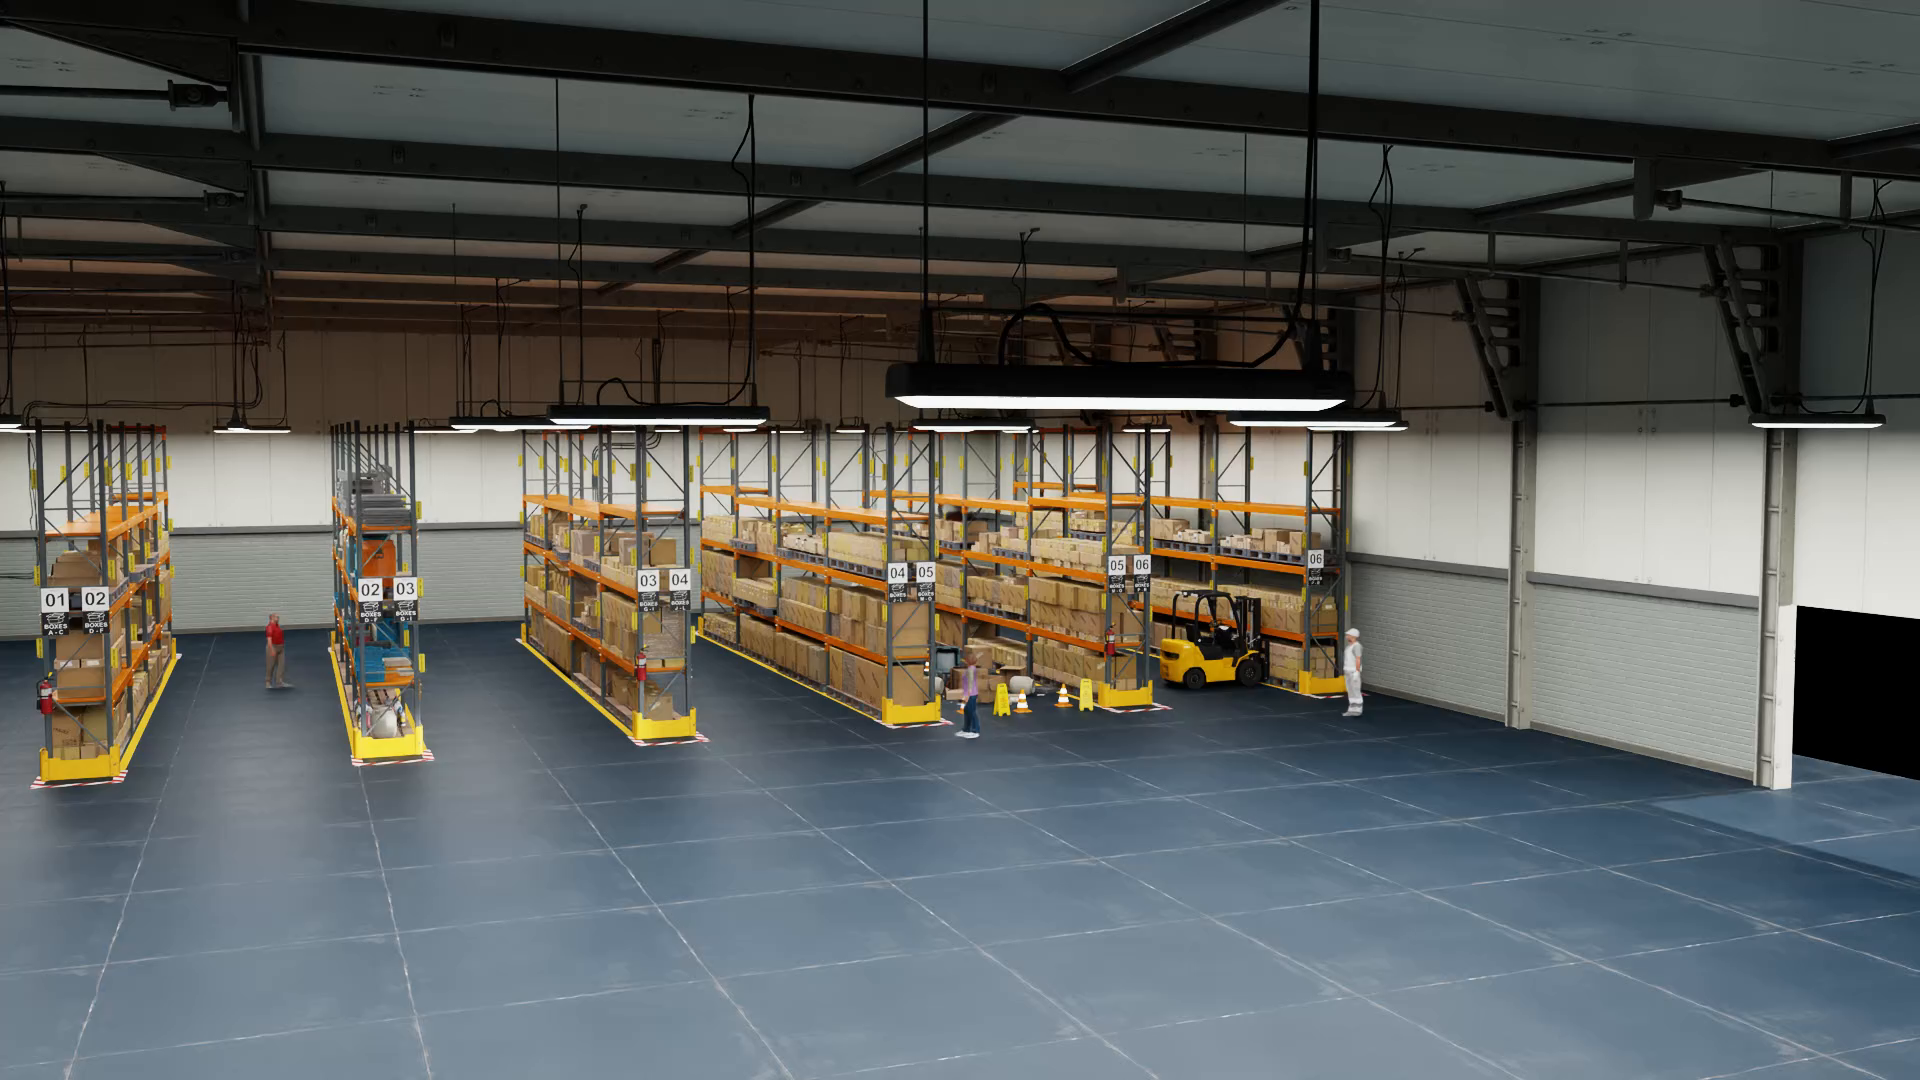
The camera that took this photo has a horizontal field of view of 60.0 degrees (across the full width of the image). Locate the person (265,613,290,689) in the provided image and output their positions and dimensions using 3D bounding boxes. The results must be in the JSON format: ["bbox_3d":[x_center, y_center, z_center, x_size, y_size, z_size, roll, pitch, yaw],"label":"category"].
[{"bbox_3d":[-15.560,2.506,37.757,0.458,1.723,0.579,1,4,18],"label":"person"}]

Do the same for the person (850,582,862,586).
[{"bbox_3d":[-3.196,1.661,51.470,0.549,1.682,0.740,1,4,12],"label":"person"}]

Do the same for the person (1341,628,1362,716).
[{"bbox_3d":[8.036,2.710,33.935,0.400,1.811,0.619,-1,4,-20],"label":"person"}]

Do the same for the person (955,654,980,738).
[{"bbox_3d":[0.140,2.951,31.521,0.461,1.612,0.483,0,4,-3],"label":"person"}]
